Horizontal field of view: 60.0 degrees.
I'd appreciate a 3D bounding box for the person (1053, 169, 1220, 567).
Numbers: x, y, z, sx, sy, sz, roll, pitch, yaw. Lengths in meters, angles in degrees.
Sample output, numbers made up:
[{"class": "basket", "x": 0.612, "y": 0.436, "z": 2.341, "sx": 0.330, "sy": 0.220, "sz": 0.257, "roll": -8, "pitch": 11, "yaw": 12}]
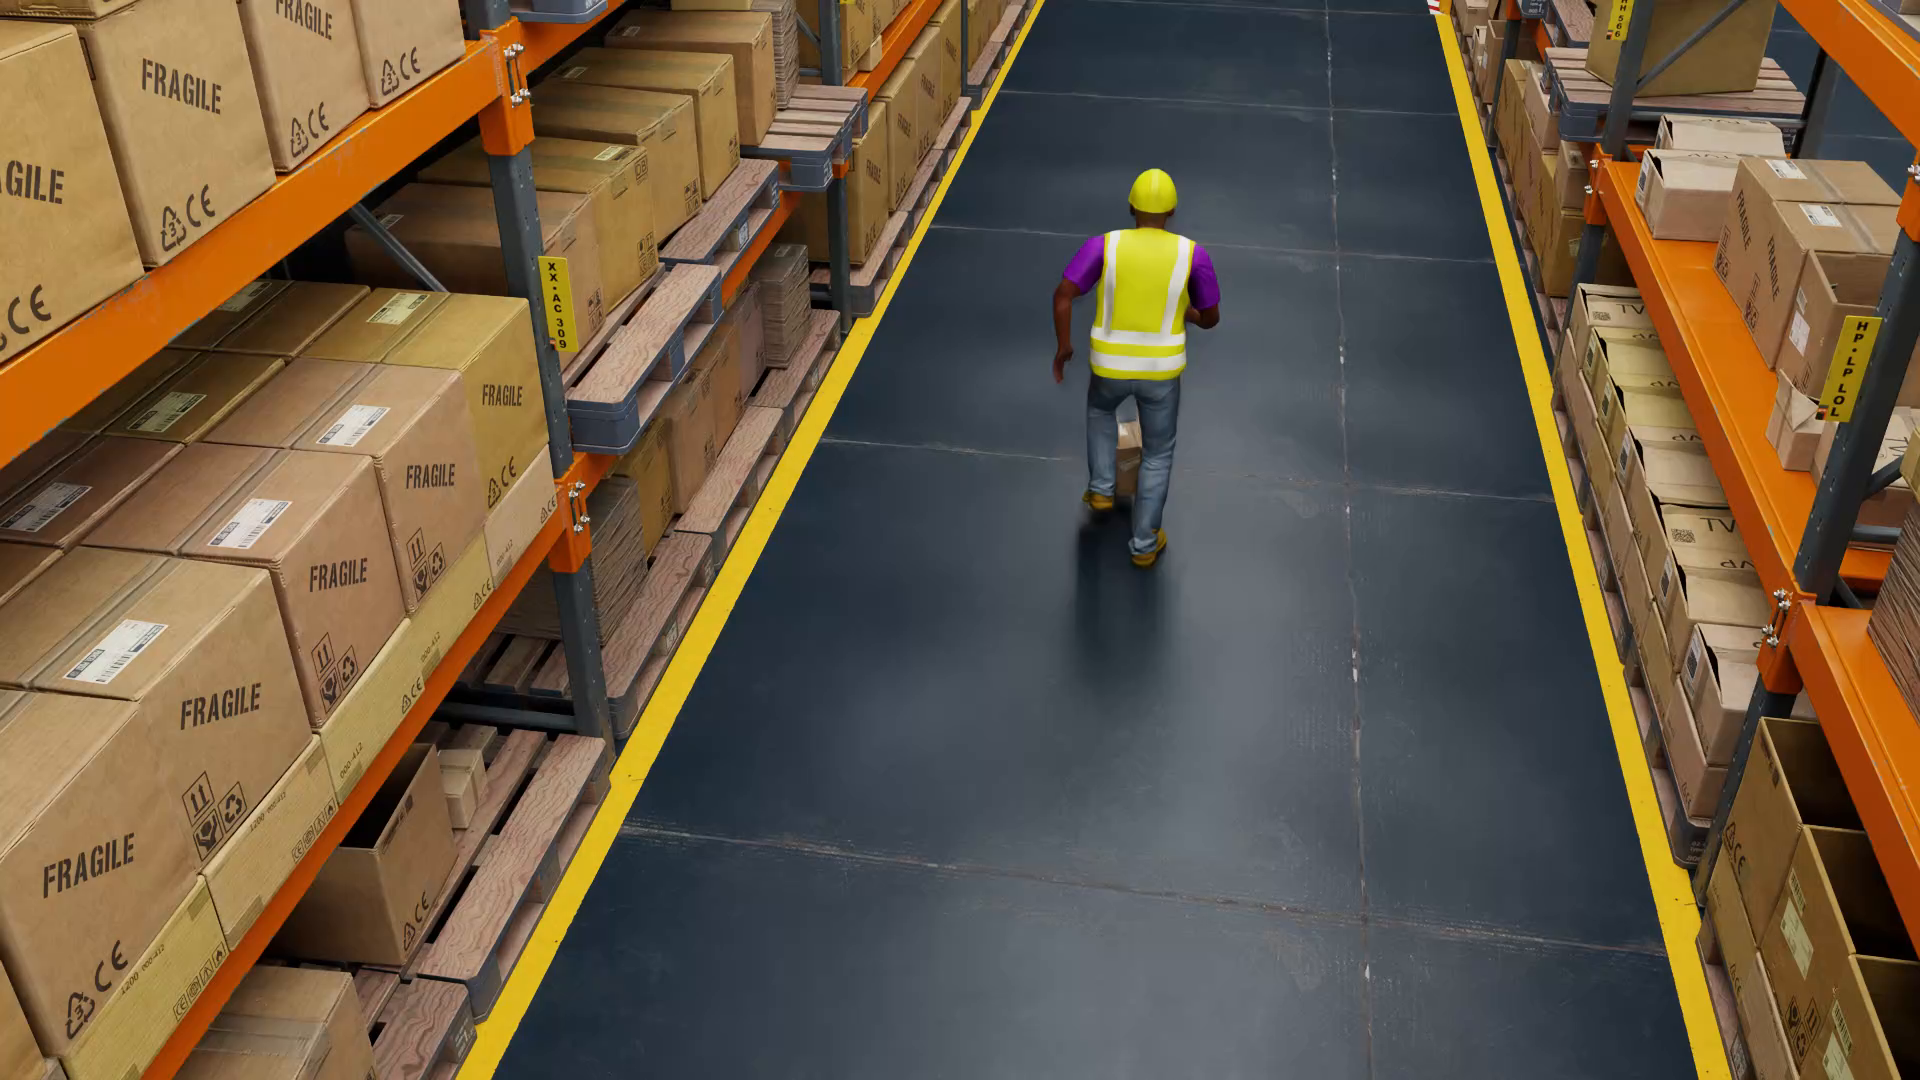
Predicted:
[{"class": "person", "x": 0.788, "y": -0.800, "z": 7.458, "sx": 0.704, "sy": 1.689, "sz": 0.789, "roll": 8, "pitch": 33, "yaw": 12}]
